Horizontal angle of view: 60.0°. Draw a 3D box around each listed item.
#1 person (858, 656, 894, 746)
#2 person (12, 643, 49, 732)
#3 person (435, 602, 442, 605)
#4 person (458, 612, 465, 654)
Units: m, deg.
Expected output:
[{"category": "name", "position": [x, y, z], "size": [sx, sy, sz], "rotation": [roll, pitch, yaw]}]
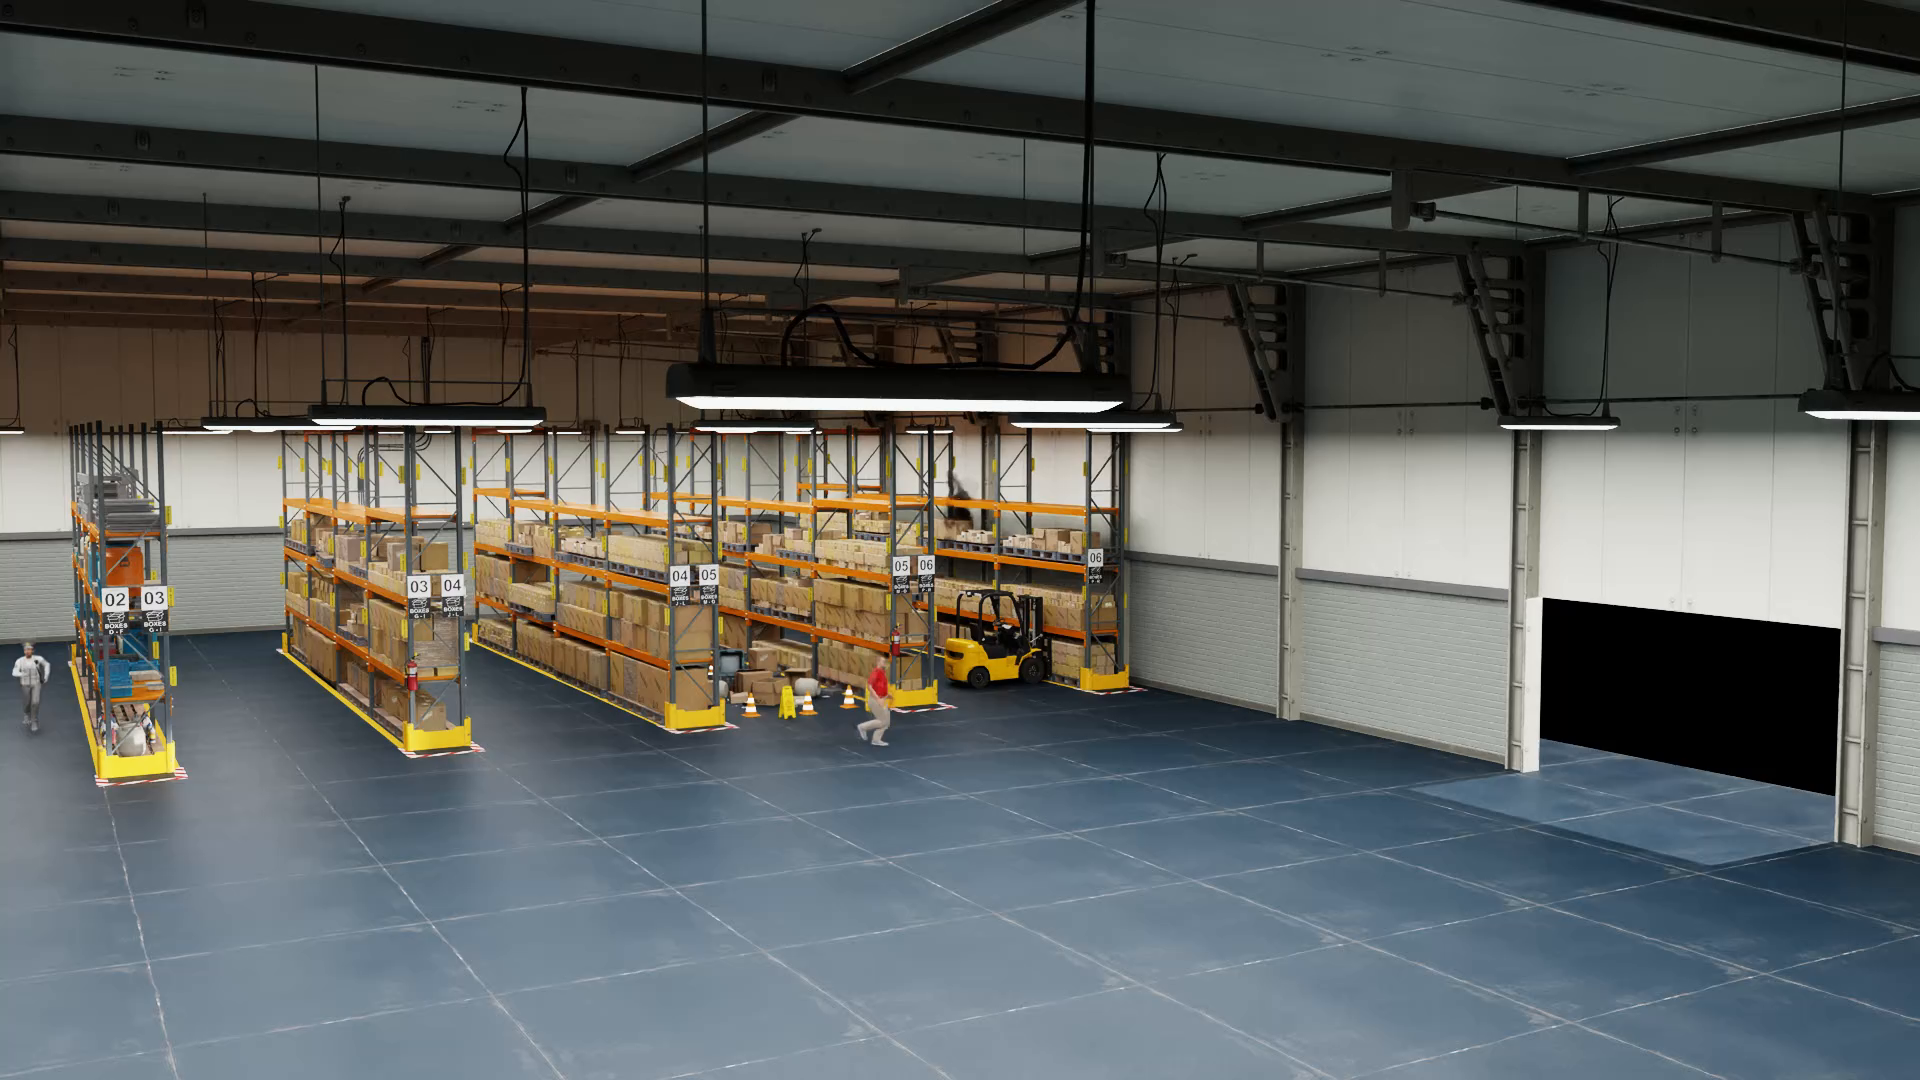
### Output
[{"category": "person", "position": [-1.559, 2.988, 30.833], "size": [0.635, 1.676, 0.649], "rotation": [1, 4, 10]}, {"category": "person", "position": [-18.229, 2.858, 32.645], "size": [0.621, 1.729, 0.876], "rotation": [-2, 4, -24]}, {"category": "person", "position": [-14.858, 1.980, 47.054], "size": [0.871, 1.736, 0.812], "rotation": [-3, 5, -43]}, {"category": "person", "position": [-13.043, 2.230, 42.975], "size": [0.595, 1.695, 0.619], "rotation": [-2, 4, -26]}]
